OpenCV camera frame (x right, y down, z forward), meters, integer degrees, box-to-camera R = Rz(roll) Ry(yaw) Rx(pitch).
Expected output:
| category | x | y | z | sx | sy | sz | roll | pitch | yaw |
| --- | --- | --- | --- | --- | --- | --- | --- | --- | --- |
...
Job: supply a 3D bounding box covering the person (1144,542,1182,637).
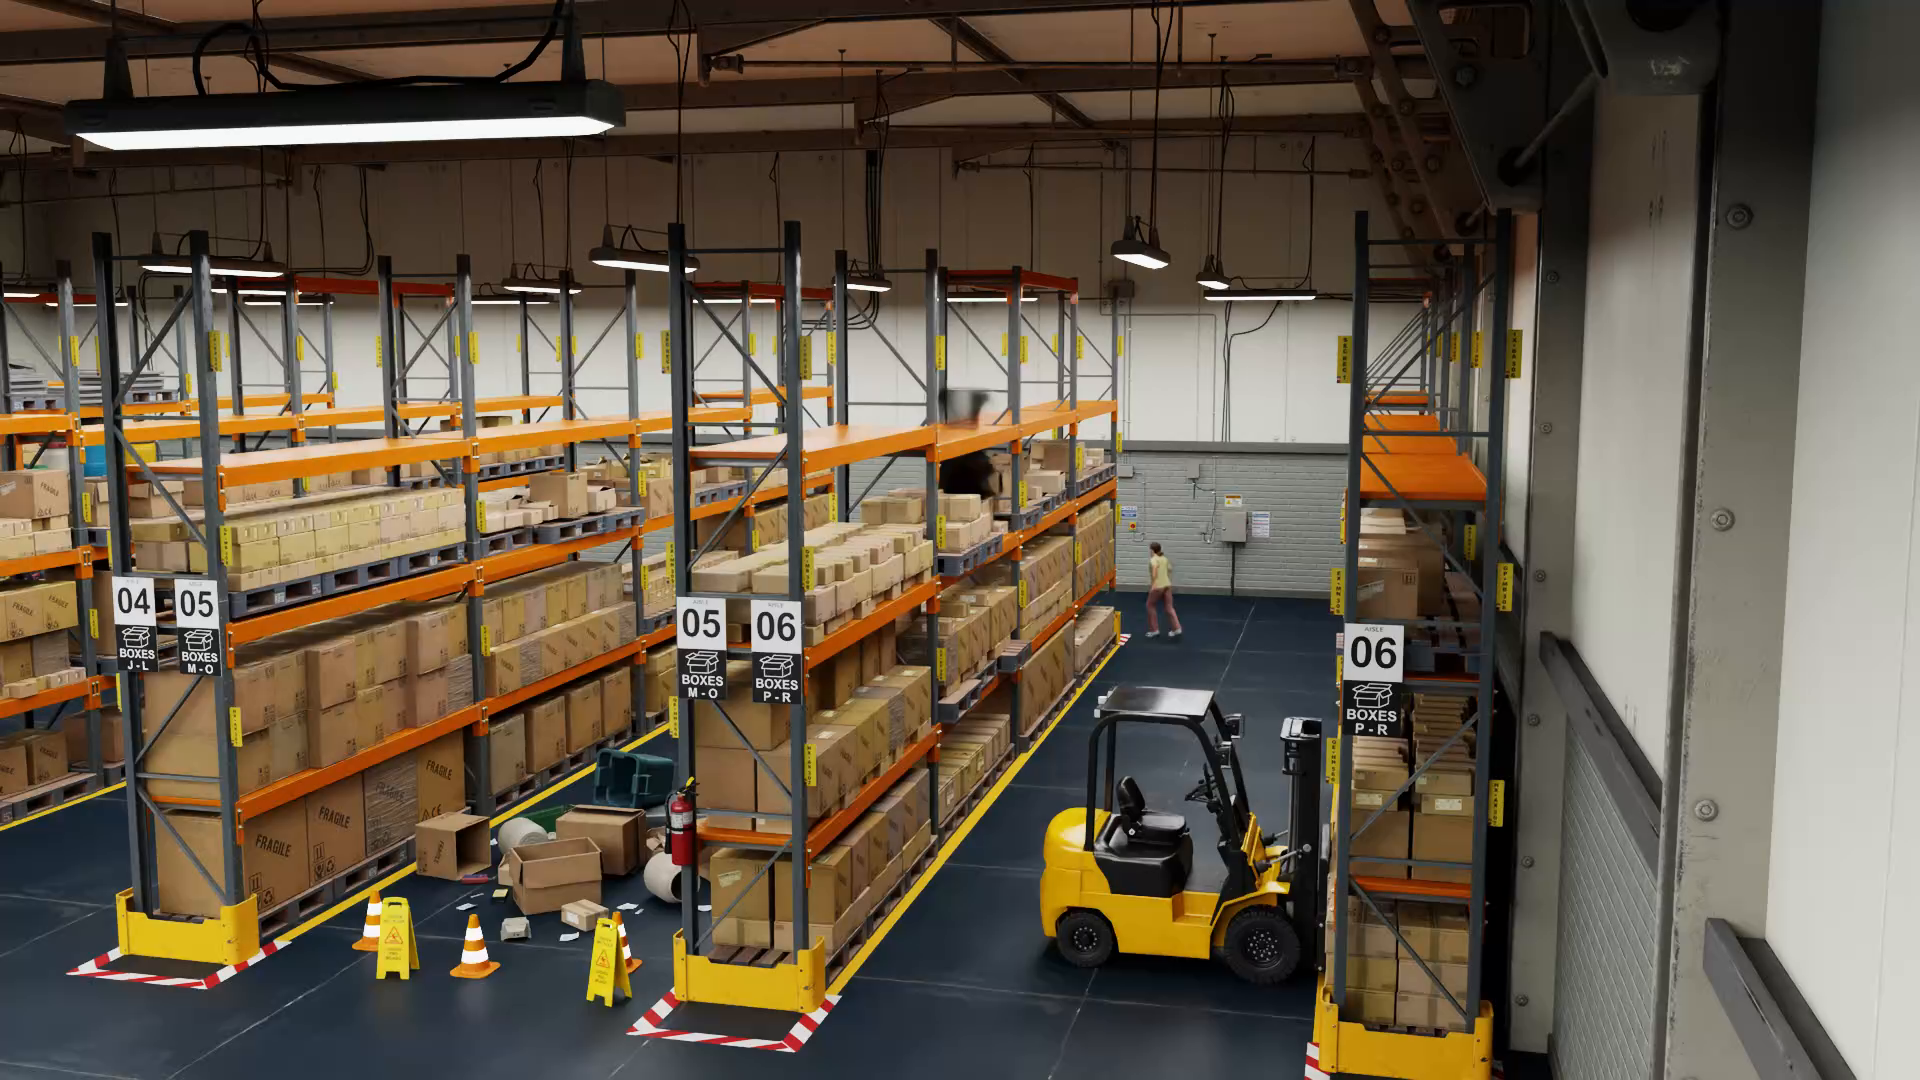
| category | x | y | z | sx | sy | sz | roll | pitch | yaw |
| --- | --- | --- | --- | --- | --- | --- | --- | --- | --- |
| person | 3.493 | 0.887 | 28.536 | 0.590 | 1.673 | 0.795 | -5 | 9 | -35 |
